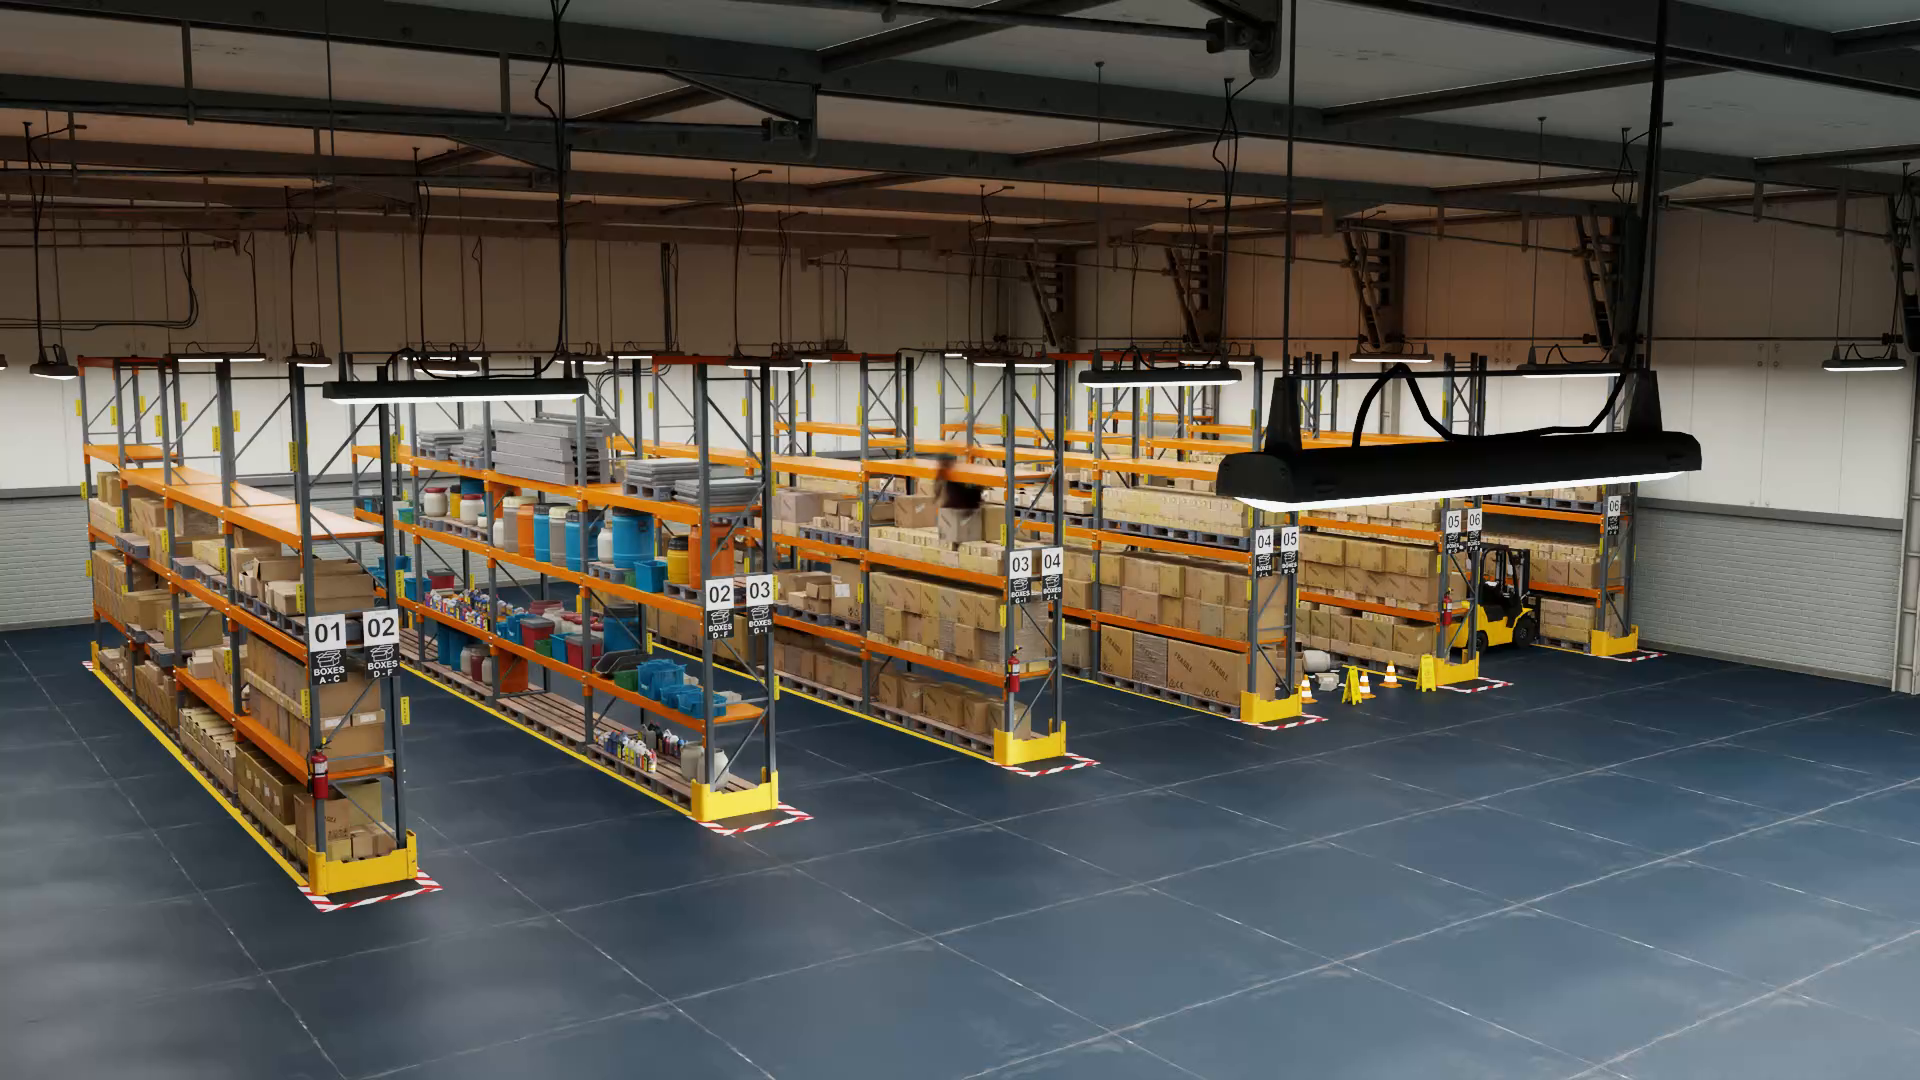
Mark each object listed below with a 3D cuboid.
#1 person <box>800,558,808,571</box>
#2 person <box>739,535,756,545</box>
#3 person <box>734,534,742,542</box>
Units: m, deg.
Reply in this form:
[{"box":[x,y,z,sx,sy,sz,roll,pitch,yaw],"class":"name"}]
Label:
[{"box":[-3.889,0.369,41.910,0.658,1.714,0.705,1,7,5],"class":"person"},{"box":[-5.288,0.552,40.773,0.757,1.702,0.532,5,8,33],"class":"person"},{"box":[-5.591,0.581,40.449,0.762,1.803,0.717,1,7,4],"class":"person"}]
